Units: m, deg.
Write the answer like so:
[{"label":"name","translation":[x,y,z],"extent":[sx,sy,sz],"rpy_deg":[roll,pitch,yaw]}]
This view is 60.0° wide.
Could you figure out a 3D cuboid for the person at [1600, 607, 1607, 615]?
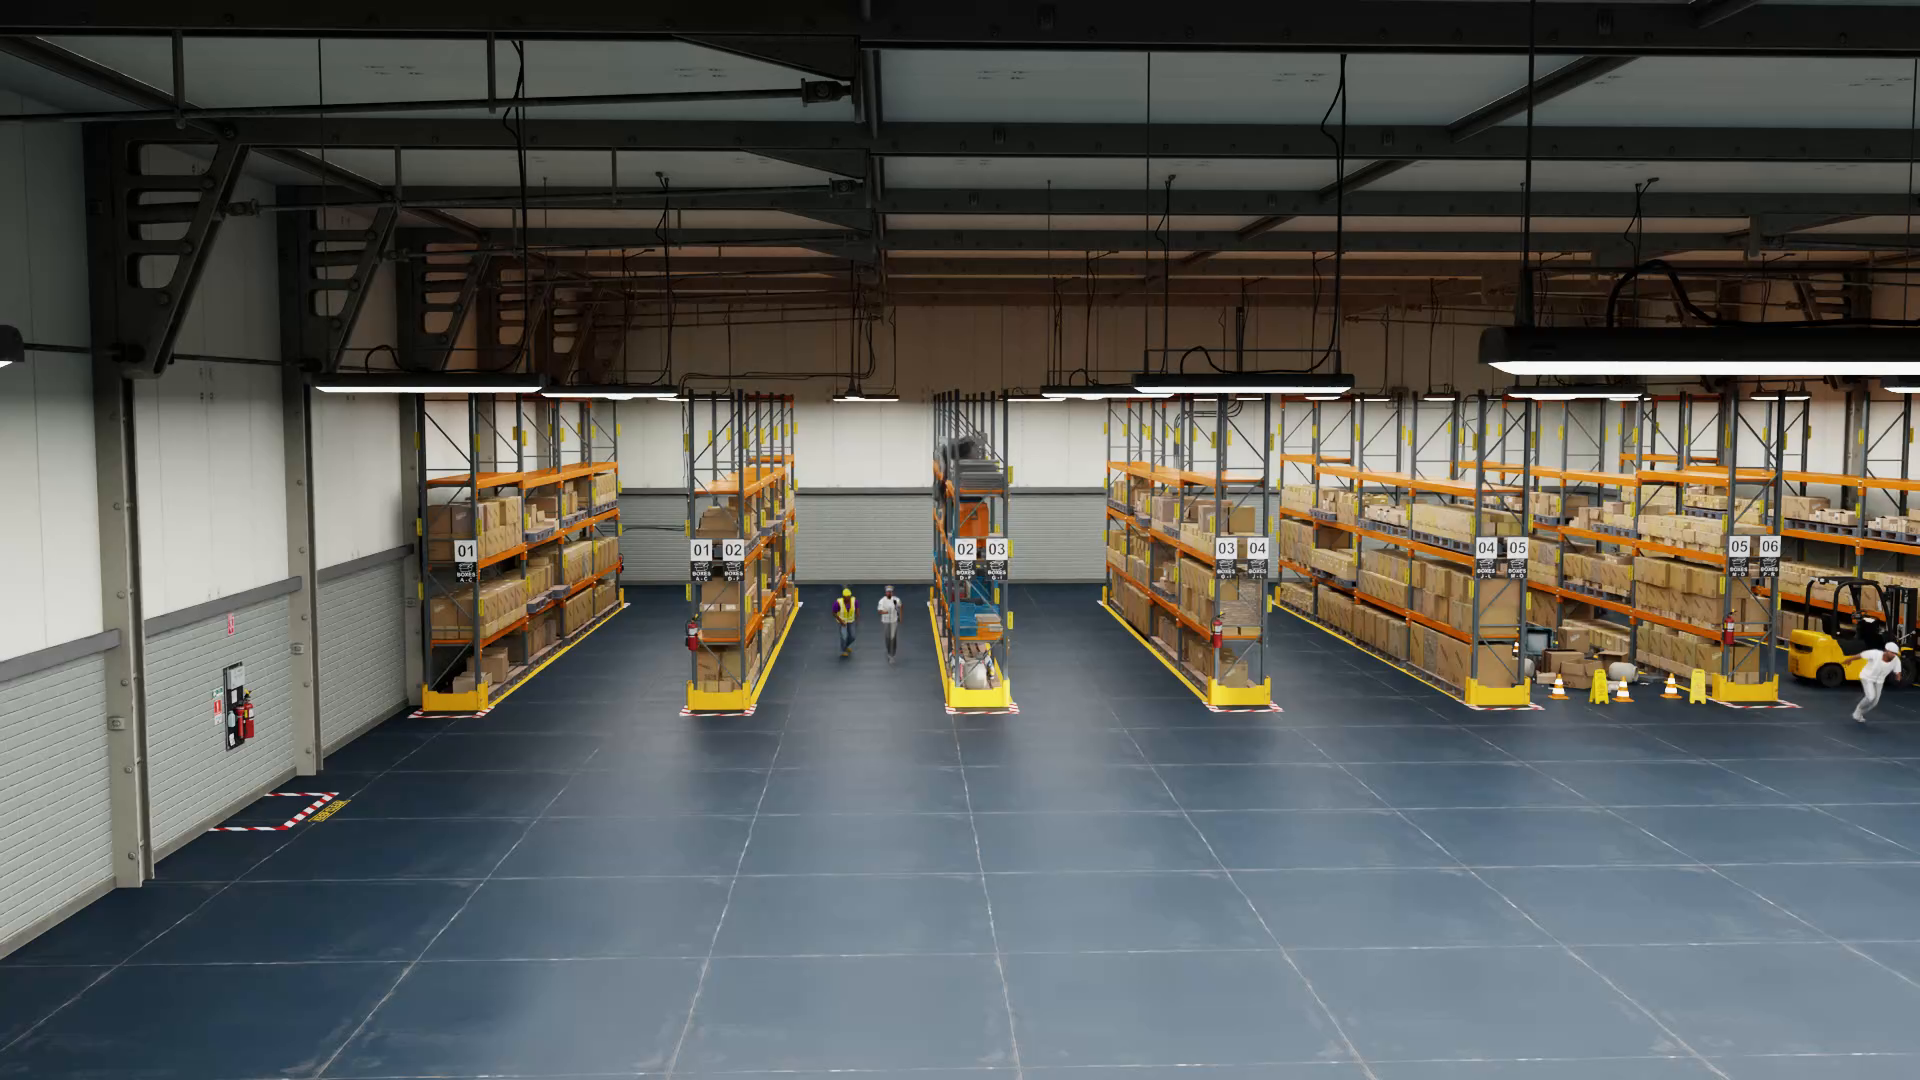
[{"label":"person","translation":[17.057,1.270,44.883],"extent":[0.600,1.611,0.946],"rpy_deg":[-2,5,-21]}]

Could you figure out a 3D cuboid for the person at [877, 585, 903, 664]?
[{"label":"person","translation":[-1.555,1.865,36.964],"extent":[0.531,1.751,0.847],"rpy_deg":[0,5,5]}]

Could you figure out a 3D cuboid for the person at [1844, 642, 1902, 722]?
[{"label":"person","translation":[16.339,2.532,29.640],"extent":[0.682,1.520,1.023],"rpy_deg":[0,5,-3]}]

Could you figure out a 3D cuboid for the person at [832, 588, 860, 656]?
[{"label":"person","translation":[-2.597,1.852,37.639],"extent":[0.671,1.592,0.931],"rpy_deg":[-2,5,-25]}]
